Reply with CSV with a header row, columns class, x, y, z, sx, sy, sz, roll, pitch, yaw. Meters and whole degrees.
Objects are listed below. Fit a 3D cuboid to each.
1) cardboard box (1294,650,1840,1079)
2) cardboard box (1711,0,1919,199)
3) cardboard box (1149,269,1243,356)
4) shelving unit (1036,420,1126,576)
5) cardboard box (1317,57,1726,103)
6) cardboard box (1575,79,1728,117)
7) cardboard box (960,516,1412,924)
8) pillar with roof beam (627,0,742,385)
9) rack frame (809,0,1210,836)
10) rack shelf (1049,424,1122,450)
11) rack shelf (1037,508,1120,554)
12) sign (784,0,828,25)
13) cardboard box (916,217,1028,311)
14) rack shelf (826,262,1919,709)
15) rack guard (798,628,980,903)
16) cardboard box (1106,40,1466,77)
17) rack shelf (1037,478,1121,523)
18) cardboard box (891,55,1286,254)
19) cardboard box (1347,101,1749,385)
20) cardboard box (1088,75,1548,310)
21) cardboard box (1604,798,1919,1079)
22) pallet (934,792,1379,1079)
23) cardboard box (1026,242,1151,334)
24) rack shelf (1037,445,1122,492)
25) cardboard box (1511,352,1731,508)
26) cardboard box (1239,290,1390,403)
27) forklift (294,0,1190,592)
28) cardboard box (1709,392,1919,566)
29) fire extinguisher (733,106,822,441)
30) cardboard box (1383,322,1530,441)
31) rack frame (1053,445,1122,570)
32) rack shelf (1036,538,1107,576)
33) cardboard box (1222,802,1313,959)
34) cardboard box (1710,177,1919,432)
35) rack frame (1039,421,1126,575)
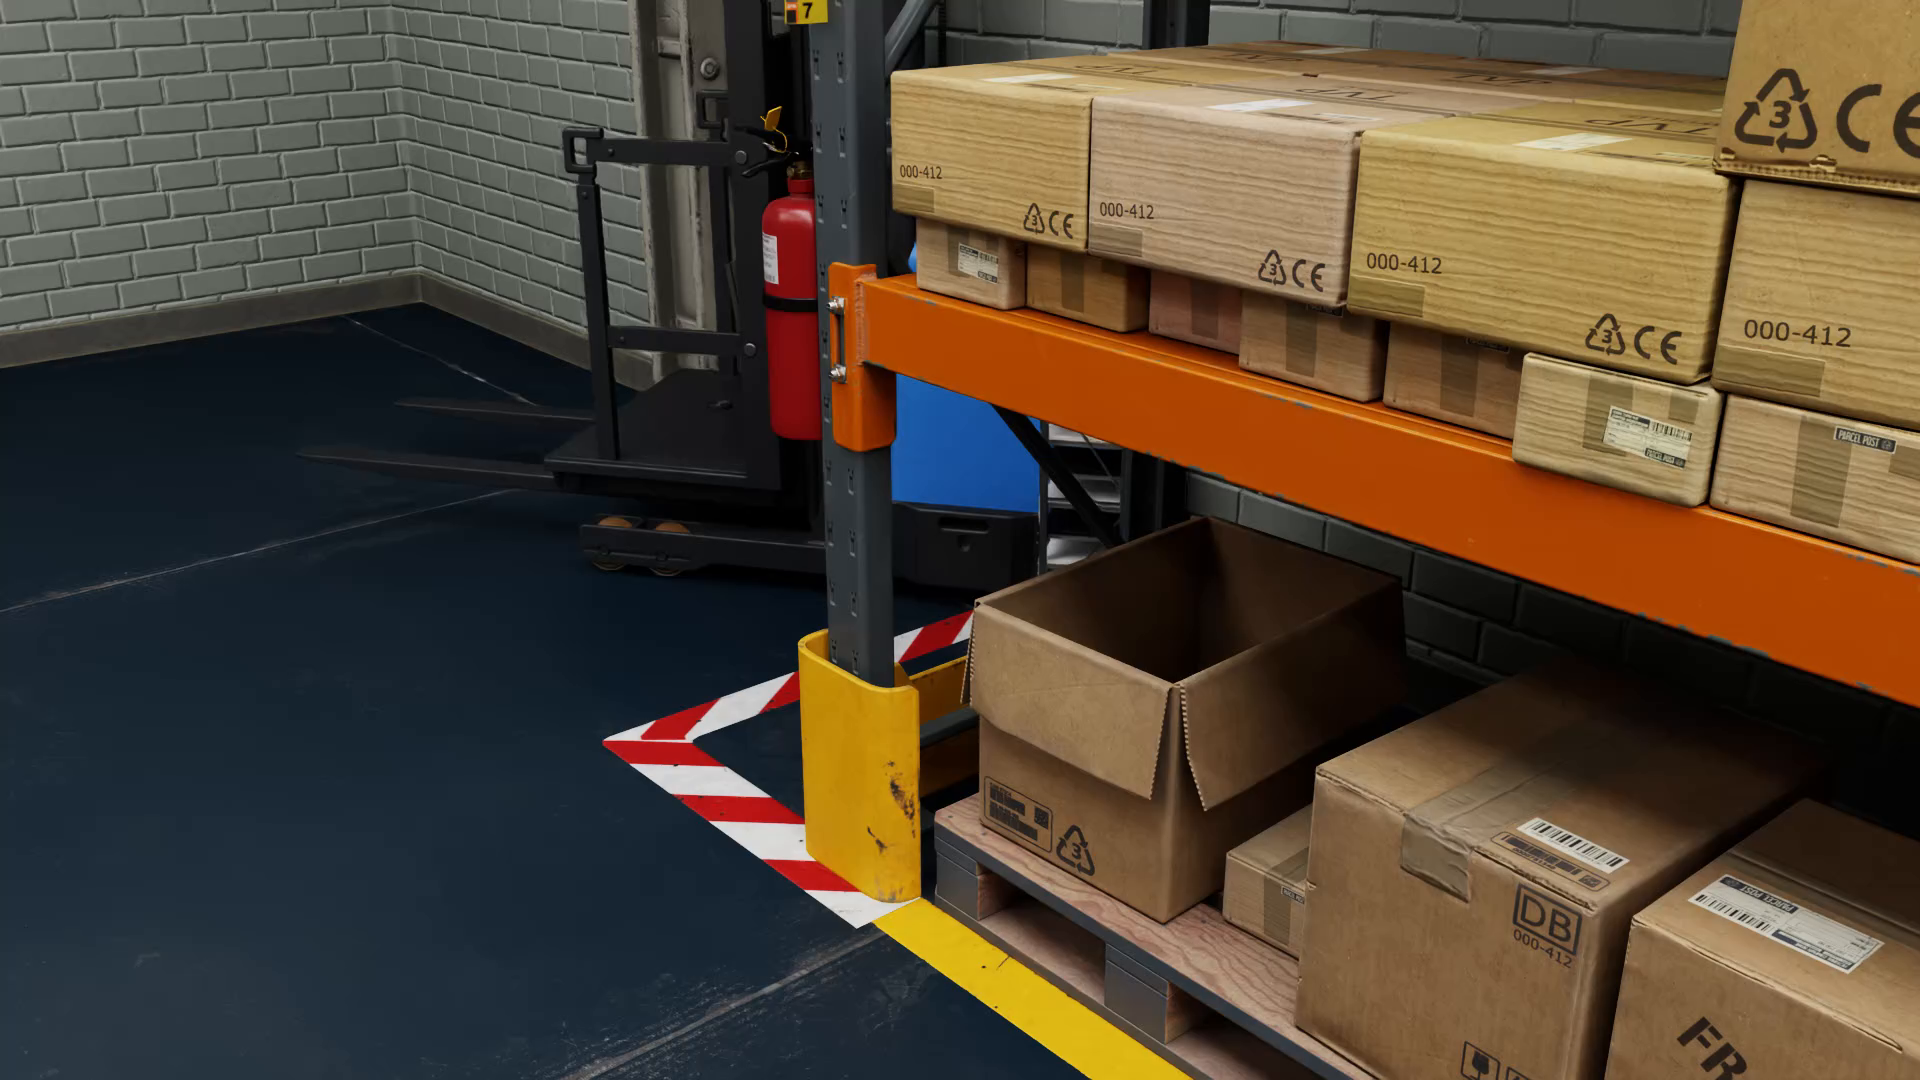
class,x,y,z,sx,sy,sz,roll,pitch,yaw
cardboard box,0.989,0.580,2.741,0.700,0.500,0.500,-16,27,-35
cardboard box,1.204,-0.639,1.772,0.500,0.500,0.500,-17,27,-36
cardboard box,0.538,-0.428,2.809,0.380,0.149,0.250,-18,28,-38
shelving unit,0.360,-0.137,4.599,0.258,0.900,0.210,5,22,13
cardboard box,0.970,-0.687,2.923,0.500,0.250,0.500,-17,27,-37
cardboard box,1.289,-0.549,2.571,0.500,0.250,0.500,-16,27,-36
cardboard box,0.460,0.333,3.367,0.797,0.503,0.637,-19,28,-39
pillar with roof beam,-4.206,-3.553,2.217,9.100,9.000,0.400,-17,27,-37
rack frame,0.133,-0.825,3.478,1.000,3.000,0.127,-17,27,-37
rack shelf,0.360,-0.274,4.546,0.258,0.077,0.200,5,22,13
rack shelf,0.360,-0.022,4.644,0.258,0.077,0.200,5,22,13
sign,-0.278,-1.099,2.990,0.100,0.325,0.005,-17,27,-37
cardboard box,0.139,-0.552,3.125,0.380,0.149,0.250,-18,27,-38
rack shelf,1.438,0.062,2.198,1.077,0.370,4.000,-17,27,-37
rack guard,0.182,0.360,3.880,1.175,0.500,0.348,-17,27,-37
cardboard box,0.634,-0.830,3.288,0.500,0.250,0.500,-16,27,-36
rack shelf,0.360,-0.106,4.611,0.258,0.077,0.200,5,22,13
cardboard box,0.225,-0.704,2.967,0.500,0.250,0.500,-17,27,-37
cardboard box,0.887,-0.426,2.256,0.500,0.250,0.500,-18,28,-38
cardboard box,0.554,-0.565,2.612,0.500,0.250,0.500,-17,27,-37
cardboard box,1.258,0.750,2.308,0.500,0.500,0.500,-17,27,-36
pallet,0.703,0.714,3.371,1.003,0.211,1.213,-17,27,-37
cardboard box,0.341,-0.493,2.974,0.380,0.149,0.250,-17,27,-36
rack shelf,0.360,-0.190,4.578,0.258,0.077,0.200,5,22,13
cardboard box,0.943,-0.184,2.186,0.380,0.149,0.250,-18,28,-39
cardboard box,0.657,-0.344,2.594,0.380,0.149,0.250,-16,27,-36
forklift,-0.702,-1.430,5.115,3.031,2.935,1.130,5,22,13
cardboard box,1.130,-0.116,2.013,0.380,0.149,0.250,-17,27,-36
fire extinguisher,-0.313,-0.546,3.383,0.296,0.674,0.183,-17,27,-37
cardboard box,0.835,-0.272,2.410,0.380,0.149,0.250,-17,27,-37
rack frame,0.385,-0.173,4.691,0.240,0.900,0.006,5,22,13
rack shelf,0.361,0.061,4.677,0.258,0.077,0.200,5,22,13
cardboard box,0.708,0.625,3.109,0.380,0.149,0.250,-19,28,-39
cardboard box,1.237,-0.290,1.908,0.500,0.250,0.500,-18,28,-39
rack frame,0.335,-0.101,4.507,0.240,0.900,0.006,5,22,13
